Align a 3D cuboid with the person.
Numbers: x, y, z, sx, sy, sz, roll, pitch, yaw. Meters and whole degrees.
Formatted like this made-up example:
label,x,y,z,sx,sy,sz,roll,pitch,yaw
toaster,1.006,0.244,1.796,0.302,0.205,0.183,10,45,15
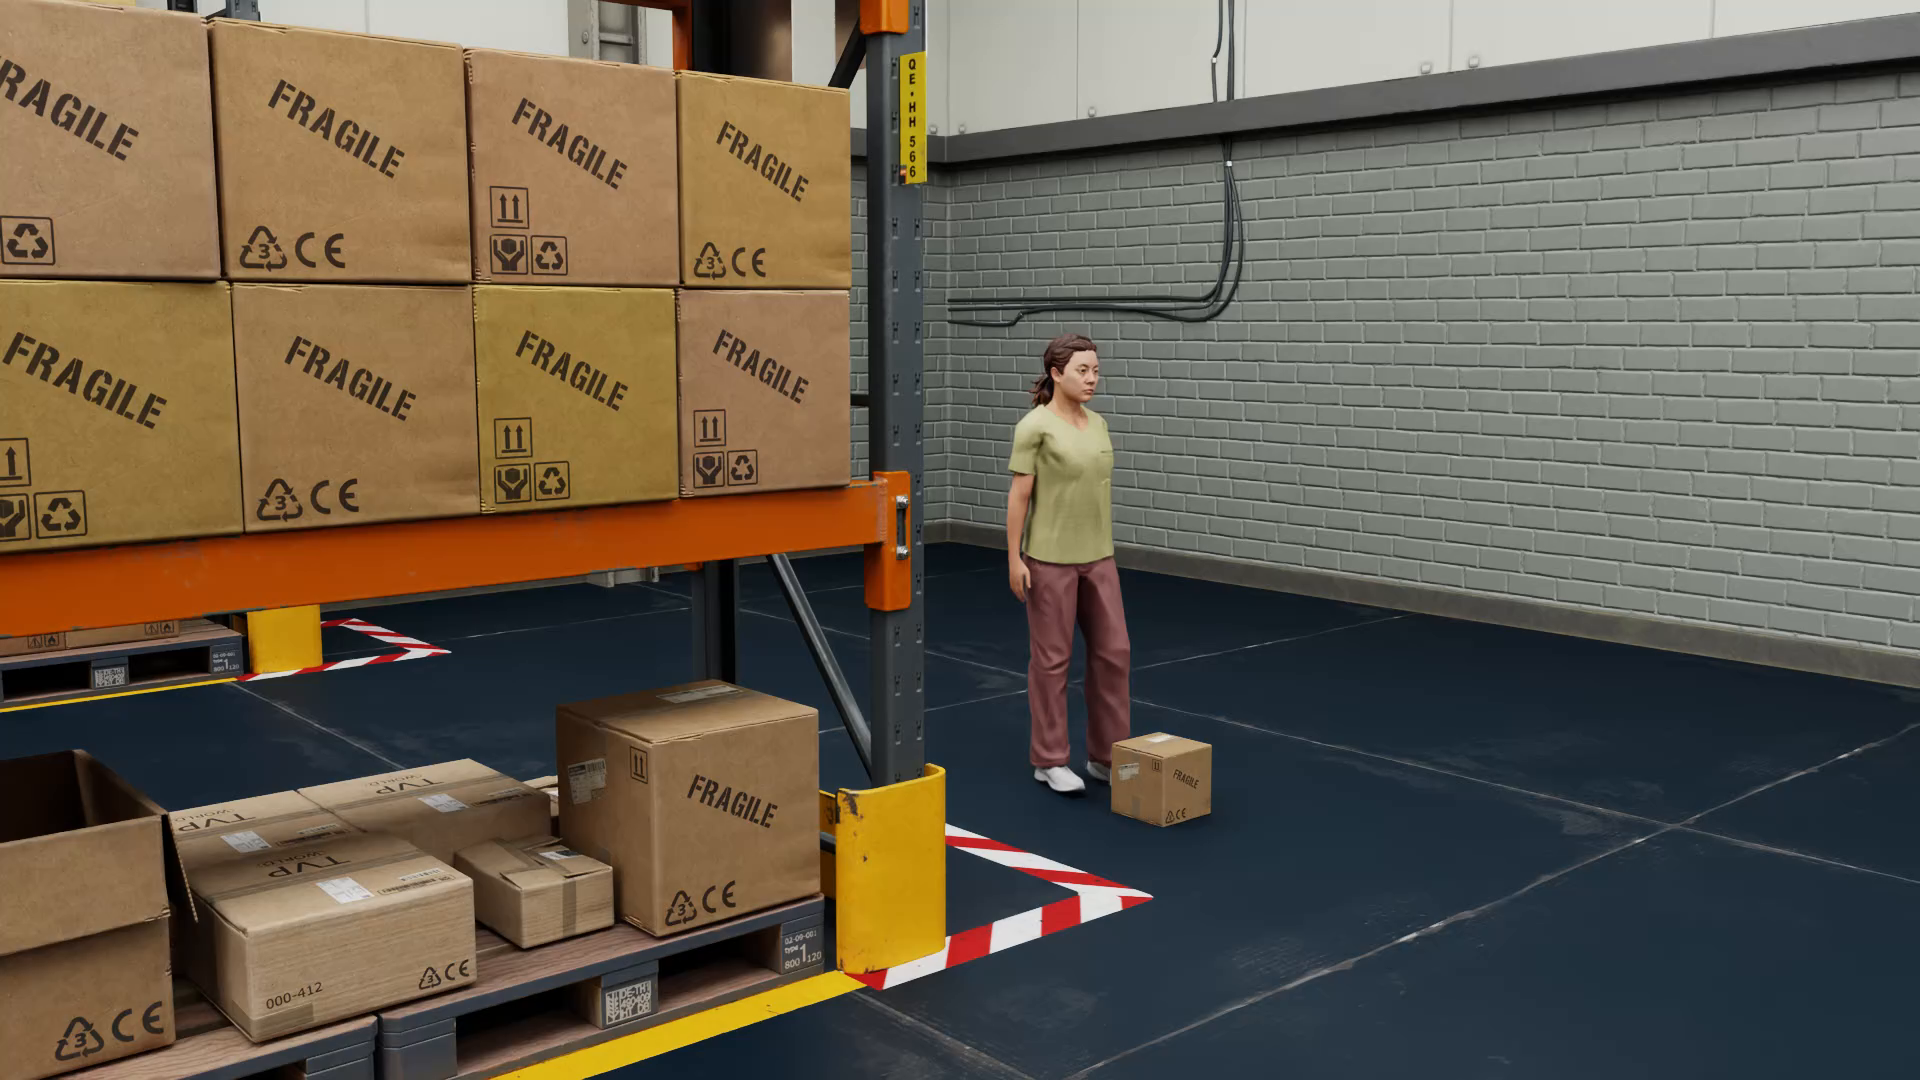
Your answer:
label,x,y,z,sx,sy,sz,roll,pitch,yaw
person,0.411,0.119,6.096,0.476,1.743,0.424,-5,9,-33
